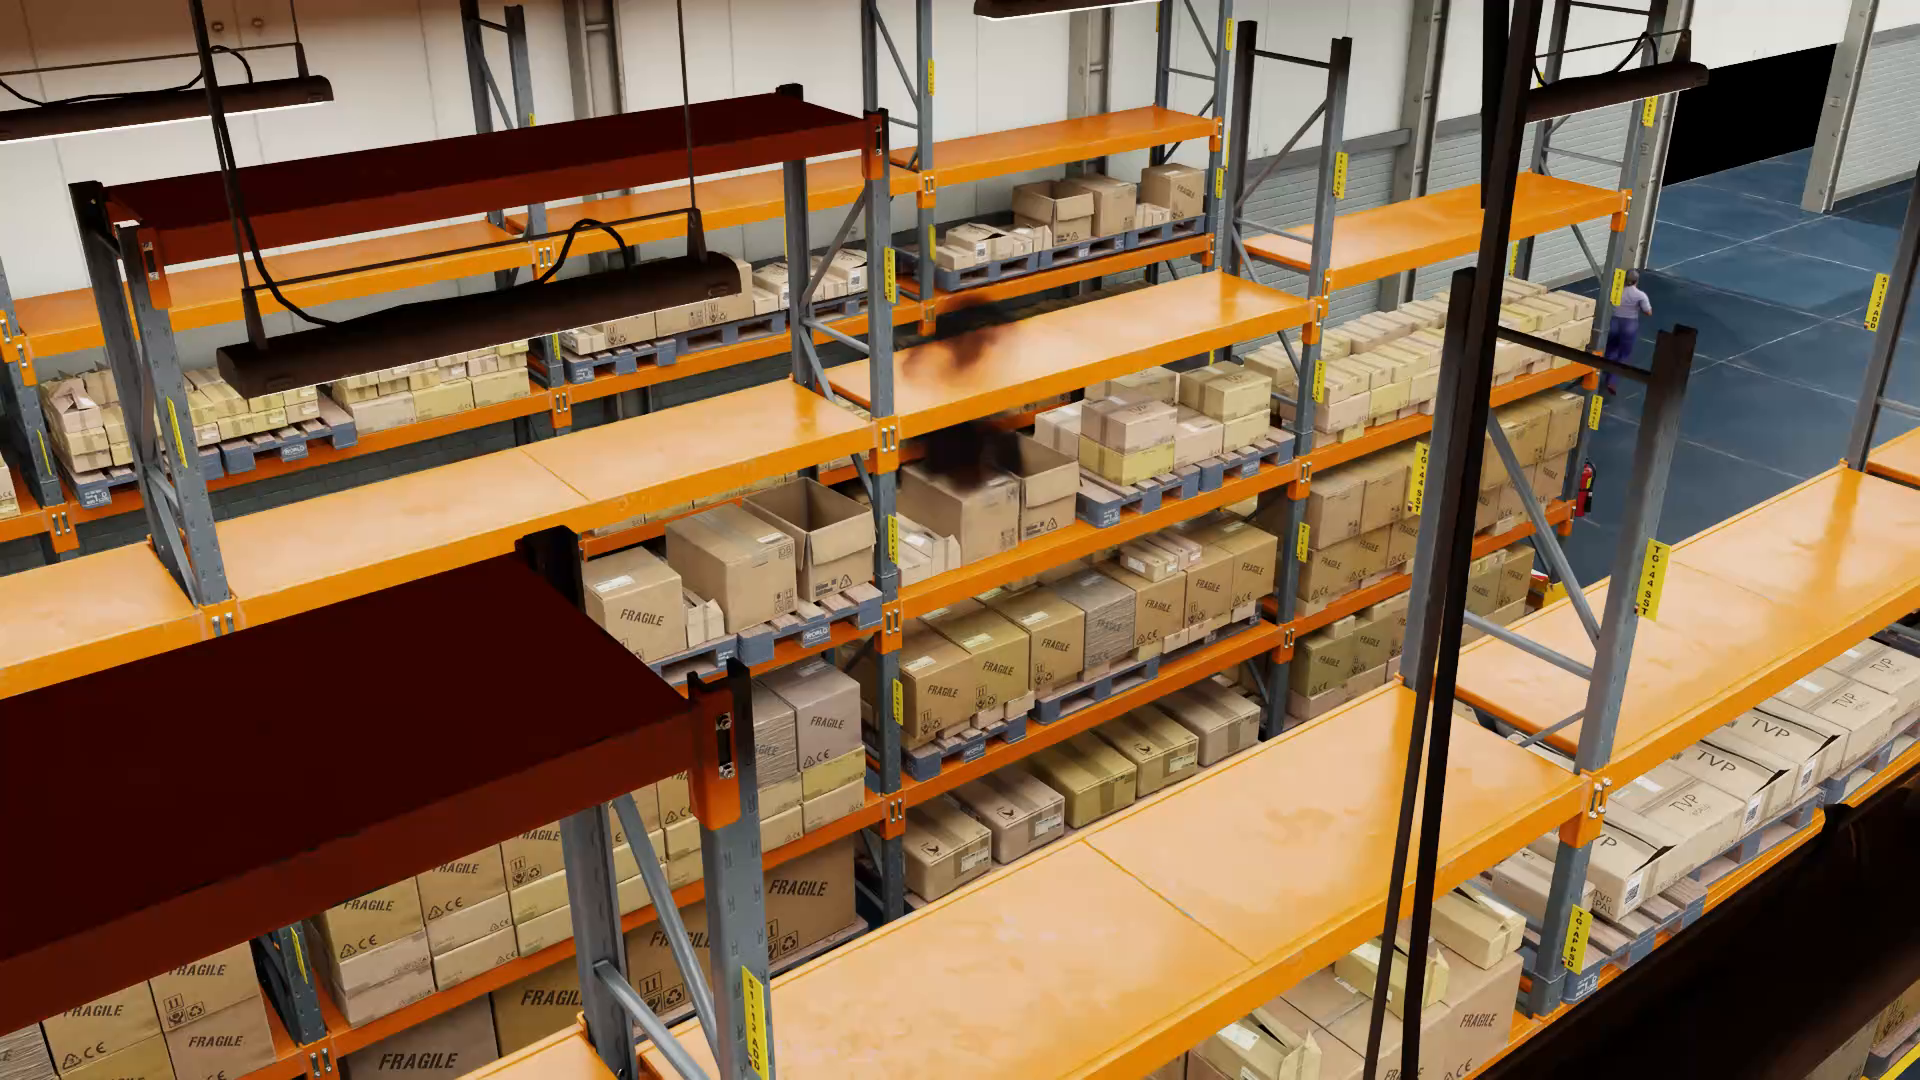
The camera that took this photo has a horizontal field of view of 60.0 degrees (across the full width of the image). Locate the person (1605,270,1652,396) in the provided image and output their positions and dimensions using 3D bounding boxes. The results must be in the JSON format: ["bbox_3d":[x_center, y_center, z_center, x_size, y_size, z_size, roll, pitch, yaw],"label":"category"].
[{"bbox_3d":[8.642,-2.707,21.737,0.624,1.677,0.874,17,31,31],"label":"person"}]
